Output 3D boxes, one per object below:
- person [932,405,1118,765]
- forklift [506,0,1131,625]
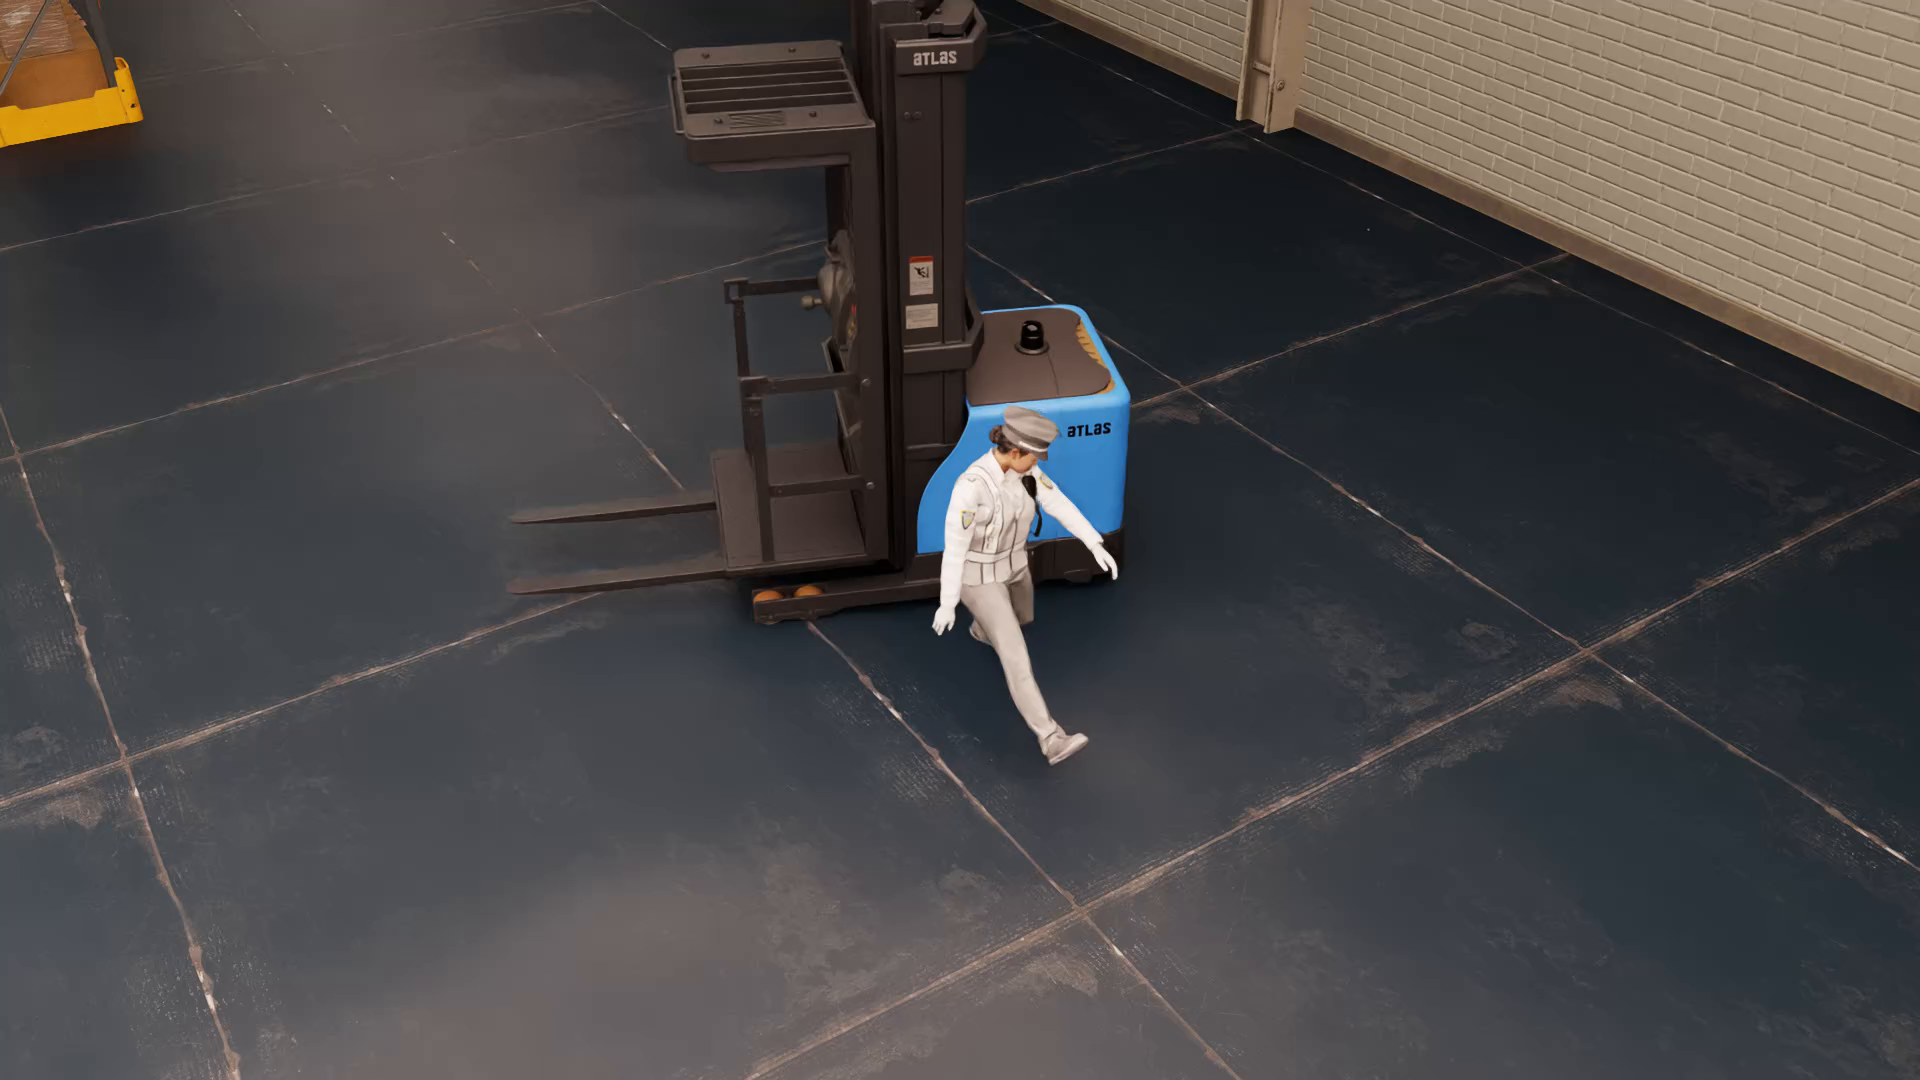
[{"bbox_3d":[0.254,0.179,7.163,1.066,1.533,0.798,27,43,33],"label":"person"},{"bbox_3d":[-0.747,-1.117,7.738,3.031,2.935,1.130,-6,36,-9],"label":"forklift"}]
